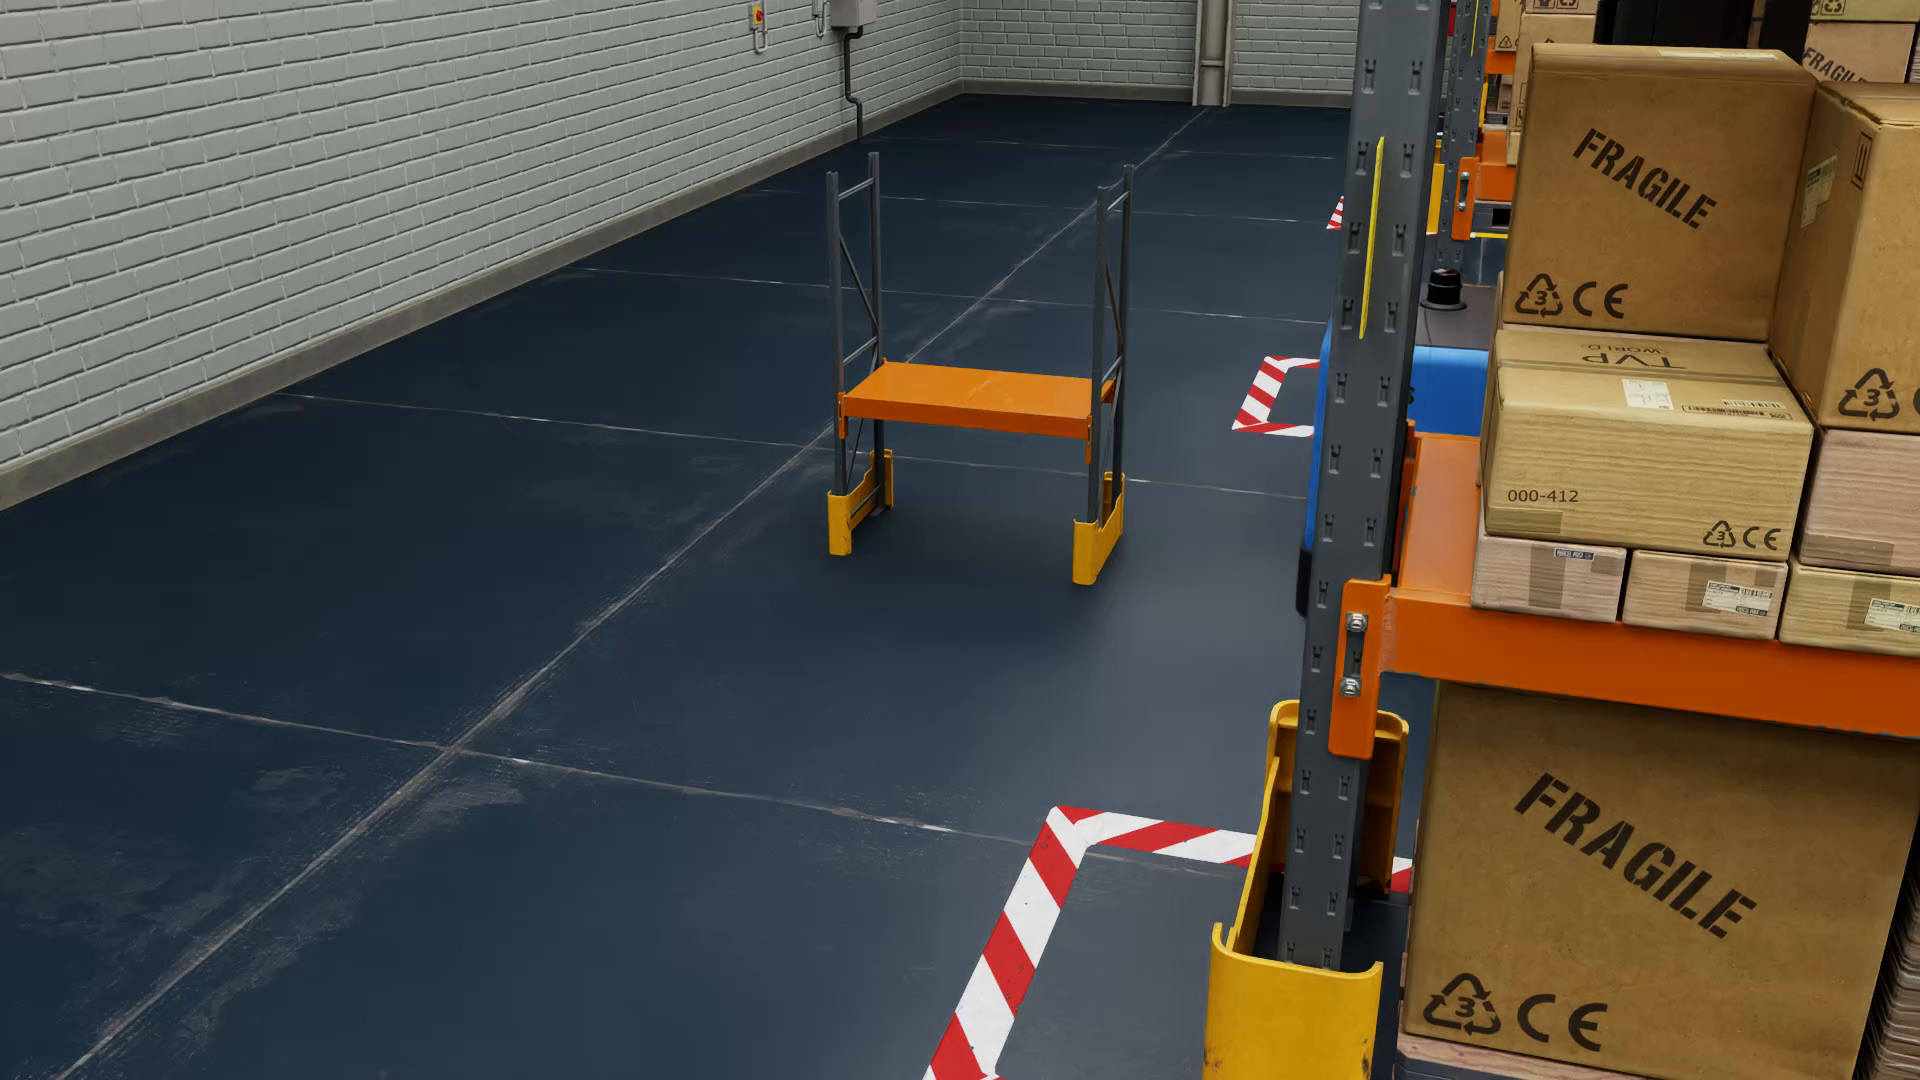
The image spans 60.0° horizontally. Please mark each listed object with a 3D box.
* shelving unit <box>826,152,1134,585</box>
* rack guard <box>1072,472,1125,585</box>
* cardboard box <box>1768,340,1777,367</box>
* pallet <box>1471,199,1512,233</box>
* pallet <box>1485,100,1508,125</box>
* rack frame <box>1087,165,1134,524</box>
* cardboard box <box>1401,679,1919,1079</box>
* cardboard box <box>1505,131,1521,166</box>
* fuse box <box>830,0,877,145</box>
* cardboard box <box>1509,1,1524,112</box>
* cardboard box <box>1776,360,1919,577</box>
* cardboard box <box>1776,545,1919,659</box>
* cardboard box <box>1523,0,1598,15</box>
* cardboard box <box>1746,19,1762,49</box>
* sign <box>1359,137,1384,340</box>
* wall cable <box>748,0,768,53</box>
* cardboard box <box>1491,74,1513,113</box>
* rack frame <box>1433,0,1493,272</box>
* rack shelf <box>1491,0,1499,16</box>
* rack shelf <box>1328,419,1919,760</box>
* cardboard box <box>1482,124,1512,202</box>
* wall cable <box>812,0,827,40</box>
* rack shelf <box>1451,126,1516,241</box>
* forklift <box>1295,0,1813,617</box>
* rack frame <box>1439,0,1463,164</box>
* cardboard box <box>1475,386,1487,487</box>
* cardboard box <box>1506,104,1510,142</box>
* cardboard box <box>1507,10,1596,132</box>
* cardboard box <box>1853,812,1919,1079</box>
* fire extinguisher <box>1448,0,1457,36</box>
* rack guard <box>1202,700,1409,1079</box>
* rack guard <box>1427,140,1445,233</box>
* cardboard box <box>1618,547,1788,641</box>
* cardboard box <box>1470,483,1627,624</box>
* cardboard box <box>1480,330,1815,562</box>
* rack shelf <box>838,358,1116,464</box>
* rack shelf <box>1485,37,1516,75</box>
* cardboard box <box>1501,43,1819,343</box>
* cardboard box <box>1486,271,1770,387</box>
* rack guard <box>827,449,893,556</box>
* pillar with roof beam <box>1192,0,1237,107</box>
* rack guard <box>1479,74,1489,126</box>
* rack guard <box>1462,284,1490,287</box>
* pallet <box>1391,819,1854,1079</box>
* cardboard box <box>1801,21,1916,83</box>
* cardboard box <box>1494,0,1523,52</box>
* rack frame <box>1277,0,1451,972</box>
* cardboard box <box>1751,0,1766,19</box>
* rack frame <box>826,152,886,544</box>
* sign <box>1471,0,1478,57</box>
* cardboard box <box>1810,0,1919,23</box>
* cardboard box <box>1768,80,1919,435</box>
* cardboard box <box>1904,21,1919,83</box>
[{"bbox_3d":[0.073,-0.686,6.465,1.083,1.500,0.587,7,23,16],"label":"shelving unit"},{"bbox_3d":[0.550,-0.053,6.569,0.087,0.250,0.587,7,23,16],"label":"rack guard"},{"bbox_3d":[1.889,-0.329,3.424,0.500,0.250,0.500,6,23,15],"label":"cardboard box"},{"bbox_3d":[4.513,-2.524,12.646,1.213,0.211,1.003,7,23,16],"label":"pallet"},{"bbox_3d":[5.992,-4.292,16.955,1.213,0.211,1.003,7,23,16],"label":"pallet"},{"bbox_3d":[0.568,-0.629,6.327,0.032,1.500,0.500,7,23,16],"label":"rack frame"},{"bbox_3d":[1.498,0.557,3.706,0.875,0.875,0.875,7,23,16],"label":"cardboard box"},{"bbox_3d":[2.608,-1.793,7.520,0.250,0.149,0.380,6,23,15],"label":"cardboard box"},{"bbox_3d":[-0.933,-4.634,15.813,0.414,1.711,0.539,7,23,16],"label":"fuse box"},{"bbox_3d":[2.897,-2.292,7.882,0.500,0.500,0.500,7,23,17],"label":"cardboard box"},{"bbox_3d":[1.744,-0.136,2.954,0.500,0.250,0.500,6,23,15],"label":"cardboard box"},{"bbox_3d":[1.598,0.058,3.008,0.250,0.149,0.380,6,23,14],"label":"cardboard box"},{"bbox_3d":[2.745,-2.565,7.229,0.500,0.500,0.500,6,23,15],"label":"cardboard box"},{"bbox_3d":[3.262,-2.049,7.289,0.500,0.500,0.500,7,23,16],"label":"cardboard box"},{"bbox_3d":[0.697,-0.509,2.814,0.005,0.325,0.100,7,23,16],"label":"sign"},{"bbox_3d":[-1.680,-4.968,13.548,0.123,1.953,0.585,7,23,16],"label":"wall cable"},{"bbox_3d":[5.714,-4.615,16.805,0.637,0.503,0.797,6,23,13],"label":"cardboard box"},{"bbox_3d":[2.392,-2.064,7.849,0.127,3.000,1.000,7,23,16],"label":"rack frame"},{"bbox_3d":[7.070,-5.125,16.260,4.000,0.370,1.077,7,23,16],"label":"rack shelf"},{"bbox_3d":[2.777,0.279,3.085,4.000,0.370,1.077,7,23,16],"label":"rack shelf"},{"bbox_3d":[4.386,-2.846,12.579,0.875,0.438,0.875,6,23,14],"label":"cardboard box"},{"bbox_3d":[-1.281,-5.470,14.814,0.122,1.984,0.588,7,23,16],"label":"wall cable"},{"bbox_3d":[4.307,-1.512,7.451,4.000,0.370,1.077,7,23,16],"label":"rack shelf"},{"bbox_3d":[2.783,-1.050,5.467,3.031,2.935,1.130,6,23,14],"label":"forklift"},{"bbox_3d":[3.725,-3.874,12.261,0.127,3.000,1.000,7,23,16],"label":"rack frame"},{"bbox_3d":[1.299,-0.237,3.727,0.250,0.149,0.380,7,23,17],"label":"cardboard box"},{"bbox_3d":[2.786,-2.015,8.060,0.250,0.149,0.380,7,23,16],"label":"cardboard box"},{"bbox_3d":[2.742,-2.098,7.409,0.500,0.500,0.500,8,24,18],"label":"cardboard box"},{"bbox_3d":[2.370,0.657,3.463,0.875,0.875,0.875,7,23,16],"label":"cardboard box"},{"bbox_3d":[4.881,-5.317,16.374,0.183,0.674,0.296,7,23,16],"label":"fire extinguisher"},{"bbox_3d":[0.840,0.881,3.964,0.348,0.500,1.175,7,23,16],"label":"rack guard"},{"bbox_3d":[3.702,-2.720,12.742,0.348,0.500,1.175,7,23,16],"label":"rack guard"},{"bbox_3d":[1.353,0.030,3.076,0.250,0.149,0.380,6,23,15],"label":"cardboard box"},{"bbox_3d":[1.107,0.002,3.143,0.250,0.149,0.380,7,23,16],"label":"cardboard box"},{"bbox_3d":[1.244,-0.190,3.088,0.500,0.250,0.500,6,23,14],"label":"cardboard box"},{"bbox_3d":[0.082,-0.518,6.531,1.000,0.185,0.538,7,23,16],"label":"rack shelf"},{"bbox_3d":[5.640,-3.321,11.863,4.000,0.370,1.077,7,23,16],"label":"rack shelf"},{"bbox_3d":[1.405,-0.730,3.415,0.500,0.500,0.500,7,23,16],"label":"cardboard box"},{"bbox_3d":[1.403,-0.384,3.560,0.500,0.250,0.500,6,23,15],"label":"cardboard box"},{"bbox_3d":[-0.404,-0.162,6.835,0.087,0.250,0.587,7,23,16],"label":"rack guard"},{"bbox_3d":[1.591,-7.512,13.226,0.400,9.000,9.100,7,23,16],"label":"pillar with roof beam"},{"bbox_3d":[5.228,-4.513,17.112,0.348,0.500,1.175,7,23,16],"label":"rack guard"},{"bbox_3d":[2.465,-0.899,8.303,0.348,0.500,1.175,7,23,16],"label":"rack guard"},{"bbox_3d":[1.651,1.076,3.868,1.213,0.211,1.003,7,23,16],"label":"pallet"},{"bbox_3d":[3.727,-1.991,7.147,0.500,0.500,0.500,7,23,16],"label":"cardboard box"},{"bbox_3d":[4.102,-3.763,11.859,0.500,0.500,0.500,6,23,15],"label":"cardboard box"},{"bbox_3d":[0.863,-0.273,3.483,0.127,3.000,1.000,7,23,16],"label":"rack frame"},{"bbox_3d":[3.230,-2.512,7.100,0.500,0.500,0.500,7,23,17],"label":"cardboard box"},{"bbox_3d":[-0.405,-0.740,6.598,0.032,1.500,0.500,7,23,16],"label":"rack frame"},{"bbox_3d":[2.235,-2.267,7.204,0.005,0.325,0.100,7,23,16],"label":"sign"},{"bbox_3d":[3.722,-2.447,6.941,0.500,0.500,0.500,6,23,14],"label":"cardboard box"},{"bbox_3d":[1.723,-0.483,2.812,0.500,0.500,0.500,6,23,14],"label":"cardboard box"},{"bbox_3d":[4.217,-1.937,7.016,0.500,0.500,0.500,6,23,14],"label":"cardboard box"}]
